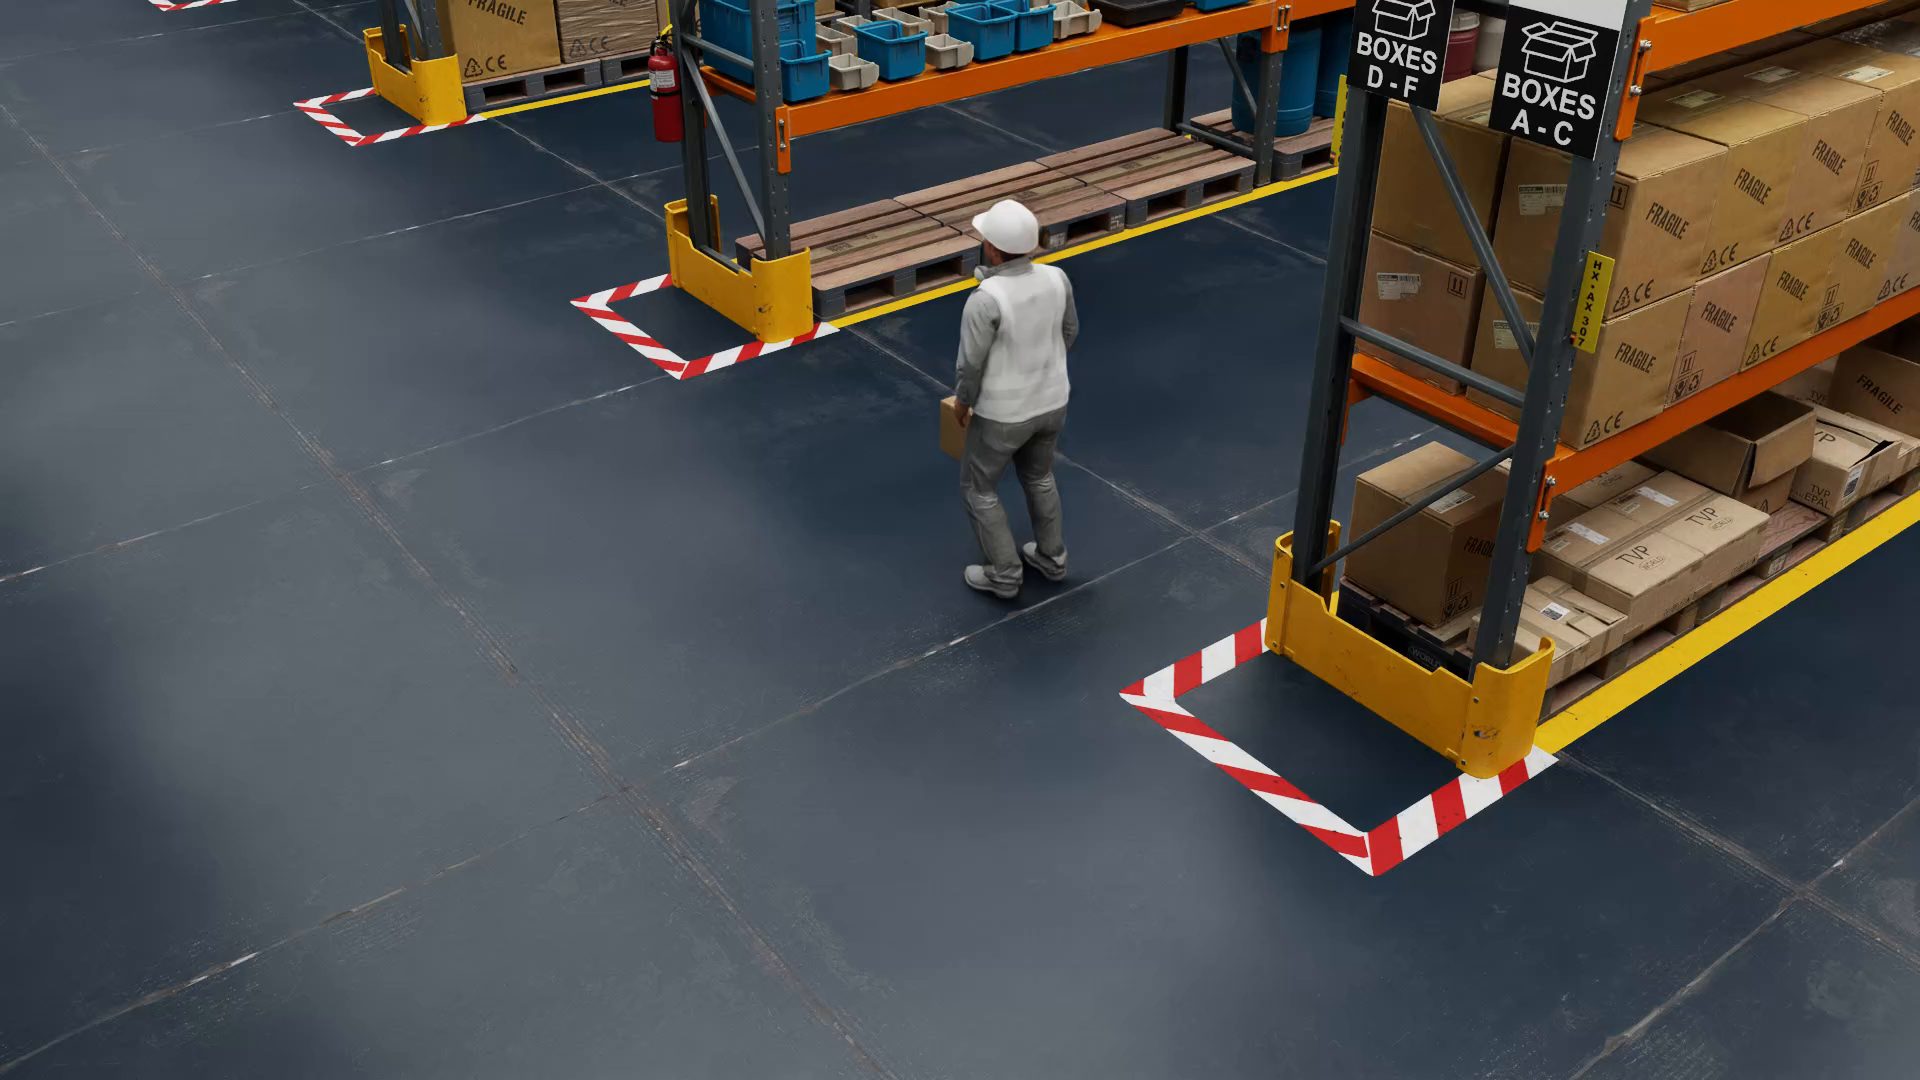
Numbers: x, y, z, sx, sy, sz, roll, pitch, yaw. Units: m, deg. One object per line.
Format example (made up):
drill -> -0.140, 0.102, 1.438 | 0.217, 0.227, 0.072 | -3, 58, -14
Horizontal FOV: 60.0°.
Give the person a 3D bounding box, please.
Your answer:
person -> 0.227, -0.598, 7.099 | 0.643, 1.742, 0.465 | -21, 37, -30
